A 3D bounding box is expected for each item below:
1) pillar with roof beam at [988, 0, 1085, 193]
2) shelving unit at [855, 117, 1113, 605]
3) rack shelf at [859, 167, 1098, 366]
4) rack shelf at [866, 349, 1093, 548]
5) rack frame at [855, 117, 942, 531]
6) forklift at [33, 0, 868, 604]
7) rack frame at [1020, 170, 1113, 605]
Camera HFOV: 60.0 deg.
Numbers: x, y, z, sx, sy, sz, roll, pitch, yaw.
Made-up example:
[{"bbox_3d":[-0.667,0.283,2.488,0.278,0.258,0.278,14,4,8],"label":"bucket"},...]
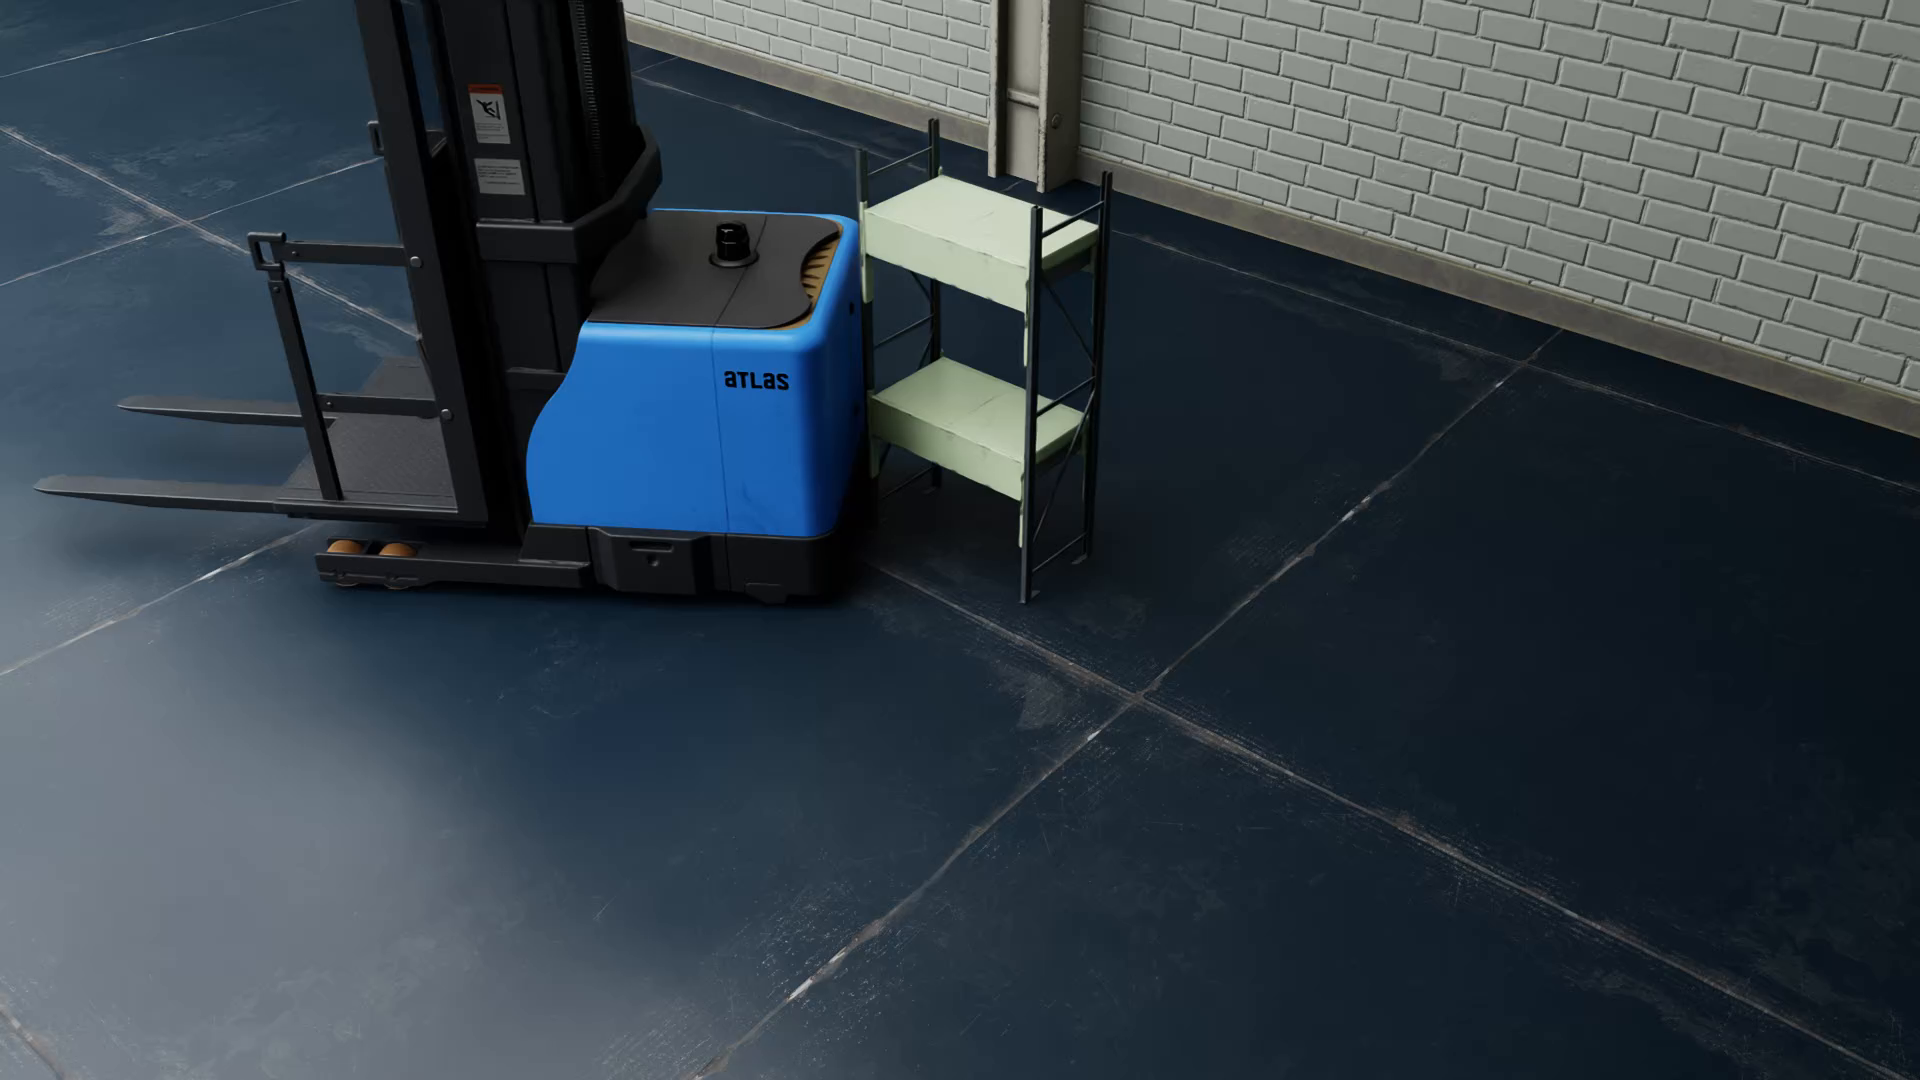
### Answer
[{"bbox_3d":[-2.353,-3.847,3.902,0.400,9.000,9.100,25,42,32],"label":"pillar with roof beam"},{"bbox_3d":[0.072,-0.612,5.816,0.755,1.500,0.431,25,42,32],"label":"shelving unit"},{"bbox_3d":[0.072,-0.933,5.595,0.720,0.370,0.431,25,42,32],"label":"rack shelf"},{"bbox_3d":[0.072,-0.343,6.000,0.720,0.370,0.431,25,42,32],"label":"rack shelf"},{"bbox_3d":[-0.208,-0.745,6.010,0.023,1.500,0.400,25,42,32],"label":"rack frame"},{"bbox_3d":[-1.886,-1.323,5.588,3.031,2.935,1.130,3,35,4],"label":"forklift"},{"bbox_3d":[0.353,-0.478,5.622,0.023,1.500,0.400,25,42,32],"label":"rack frame"}]
